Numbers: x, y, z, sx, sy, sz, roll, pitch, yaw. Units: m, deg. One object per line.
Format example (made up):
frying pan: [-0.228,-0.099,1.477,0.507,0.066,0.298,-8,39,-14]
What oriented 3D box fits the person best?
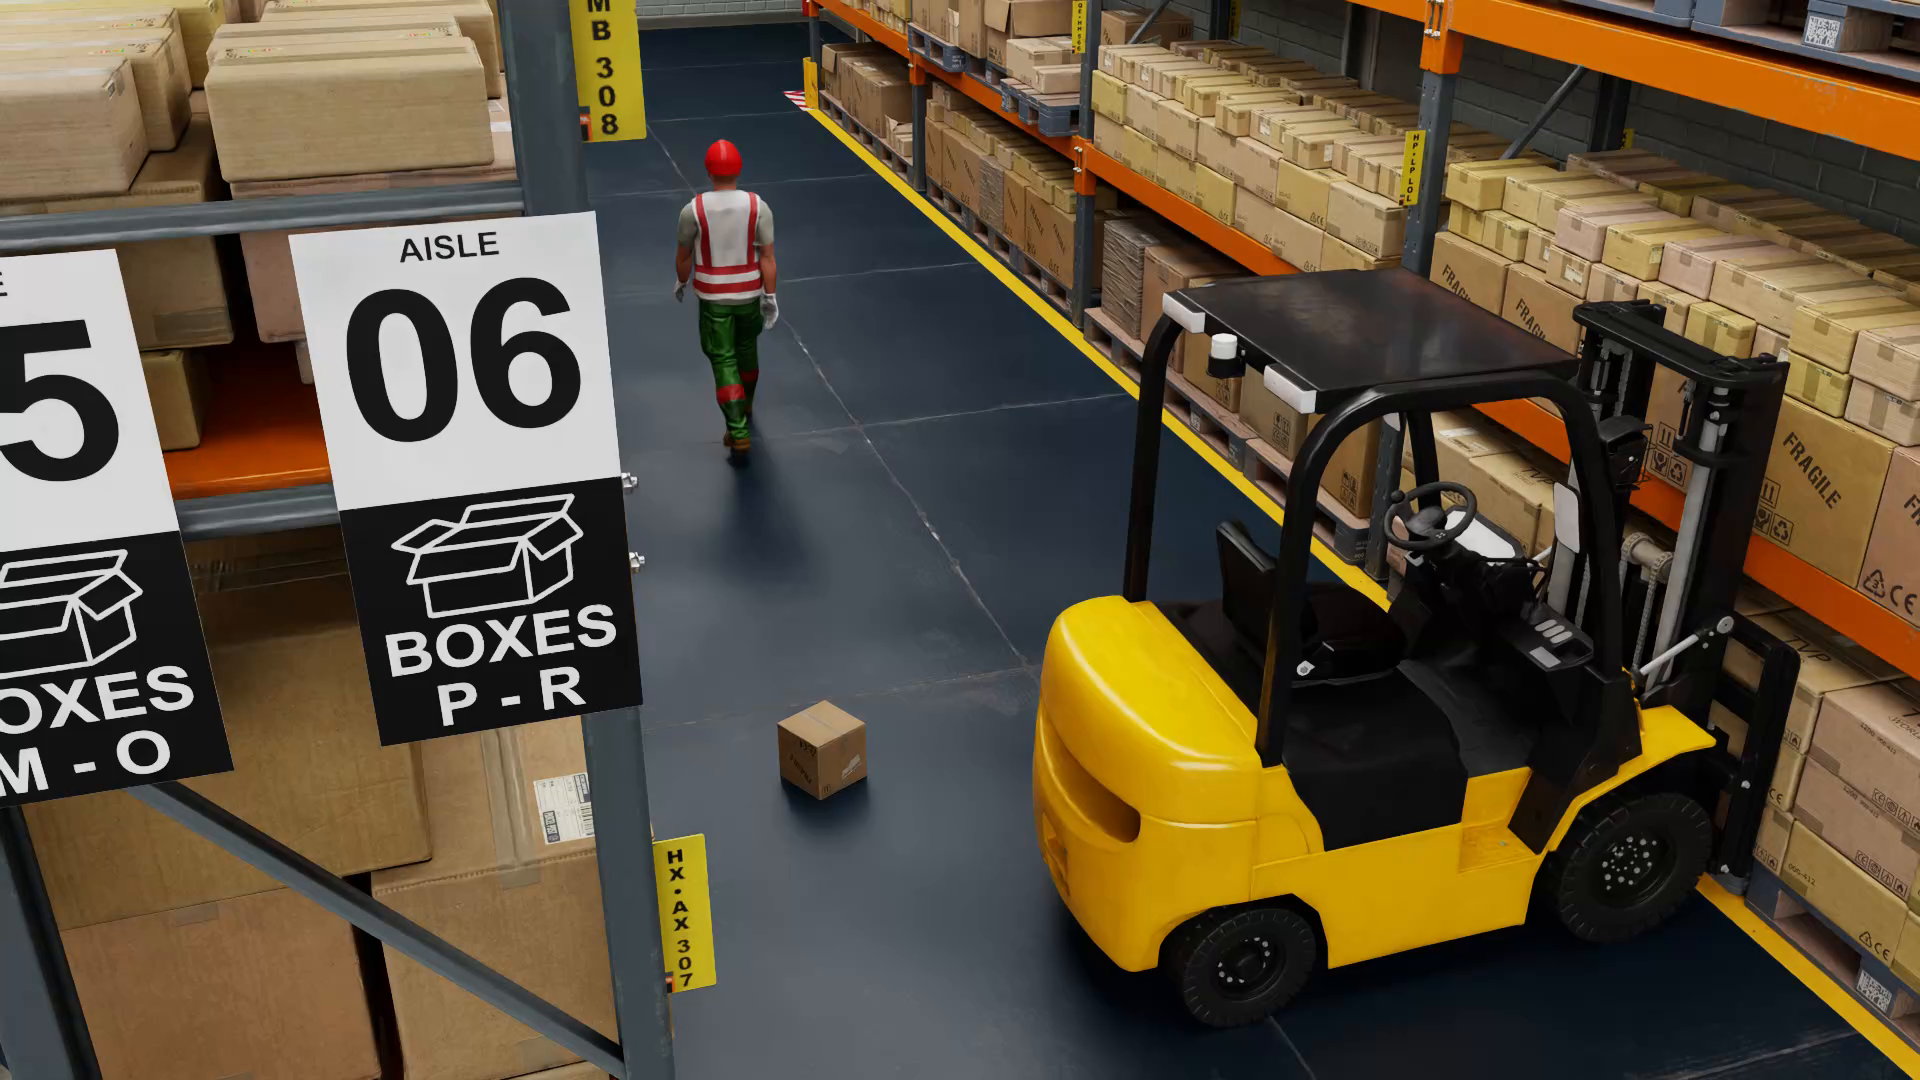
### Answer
person: [-1.345,-1.432,9.520,0.547,1.747,1.035,-8,27,-16]
